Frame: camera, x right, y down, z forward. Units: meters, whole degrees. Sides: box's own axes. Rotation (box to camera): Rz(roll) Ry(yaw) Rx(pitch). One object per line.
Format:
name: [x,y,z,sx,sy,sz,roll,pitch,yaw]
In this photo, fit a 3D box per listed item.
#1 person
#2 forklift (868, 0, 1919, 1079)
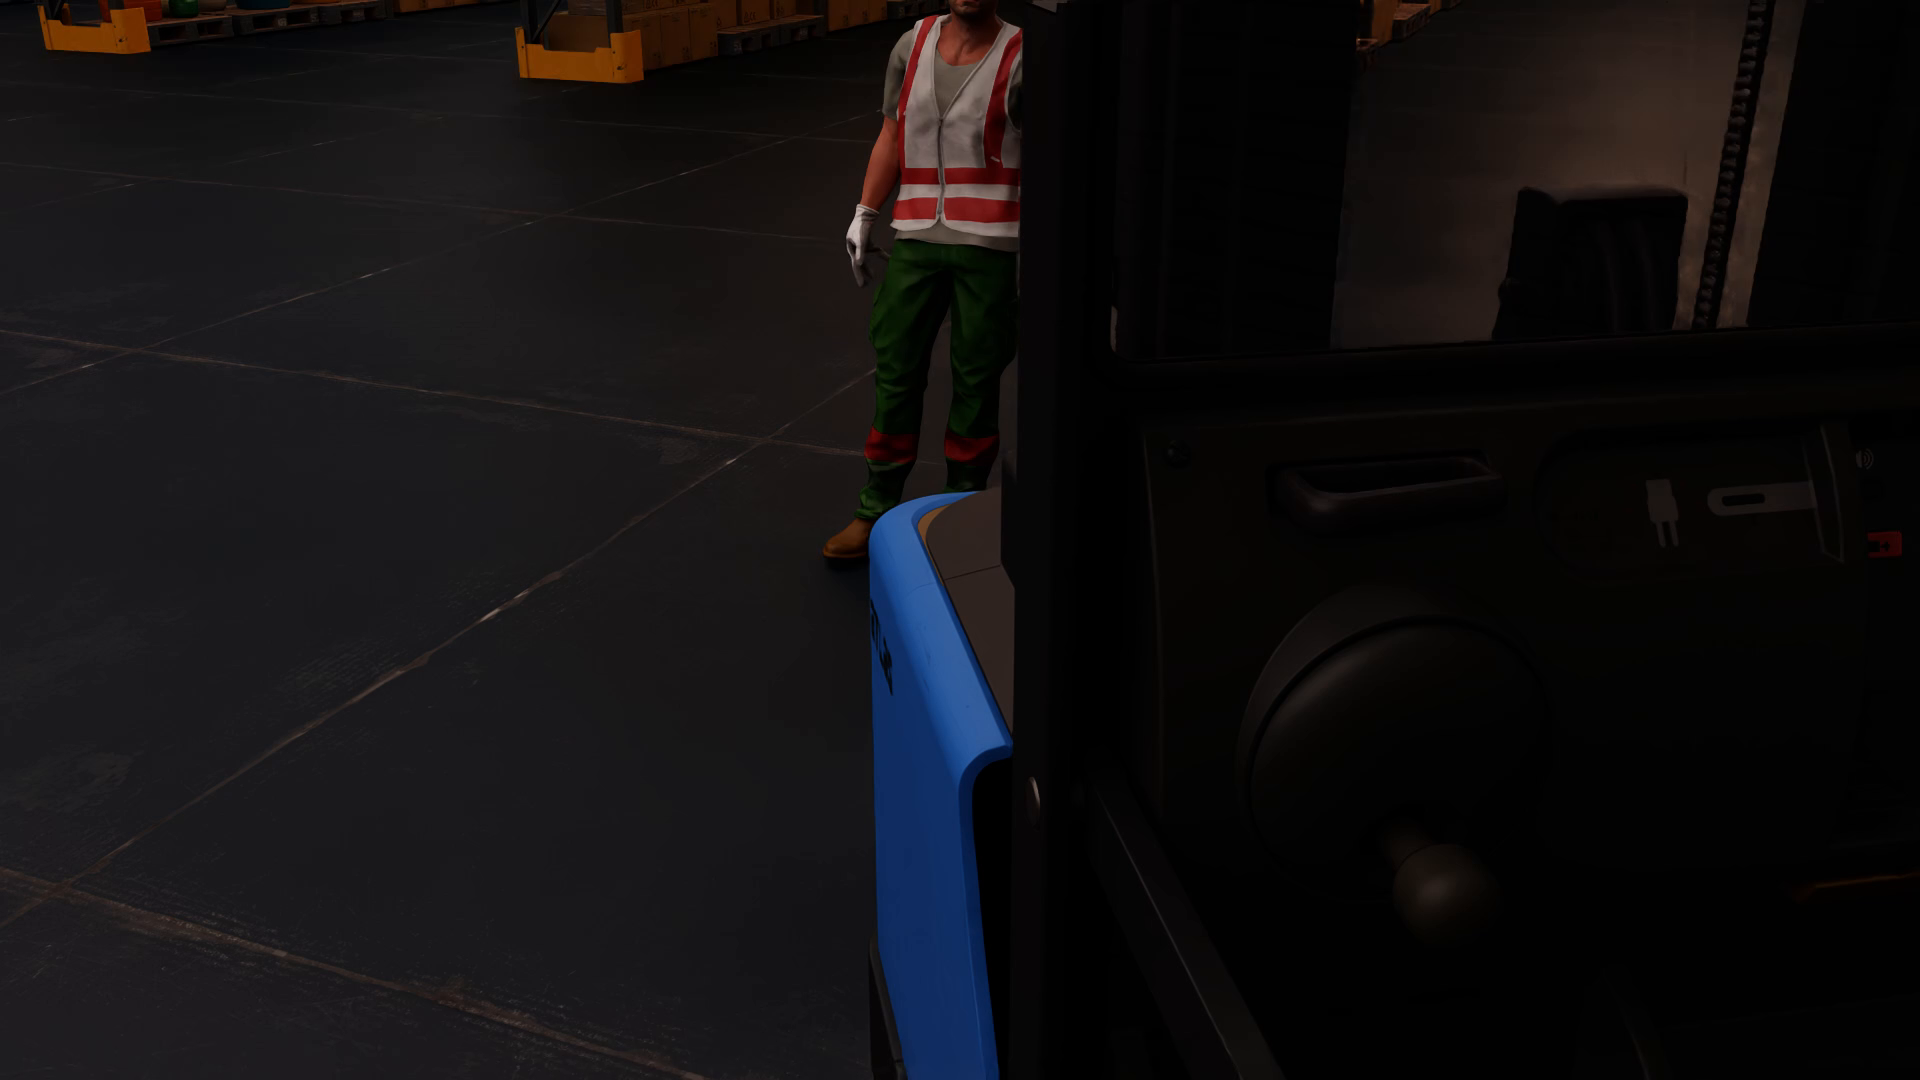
person: [-0.042,-0.805,4.680,0.637,1.790,0.562,9,24,21]
forklift: [0.630,0.095,1.064,1.130,2.935,3.031,-4,23,-10]
